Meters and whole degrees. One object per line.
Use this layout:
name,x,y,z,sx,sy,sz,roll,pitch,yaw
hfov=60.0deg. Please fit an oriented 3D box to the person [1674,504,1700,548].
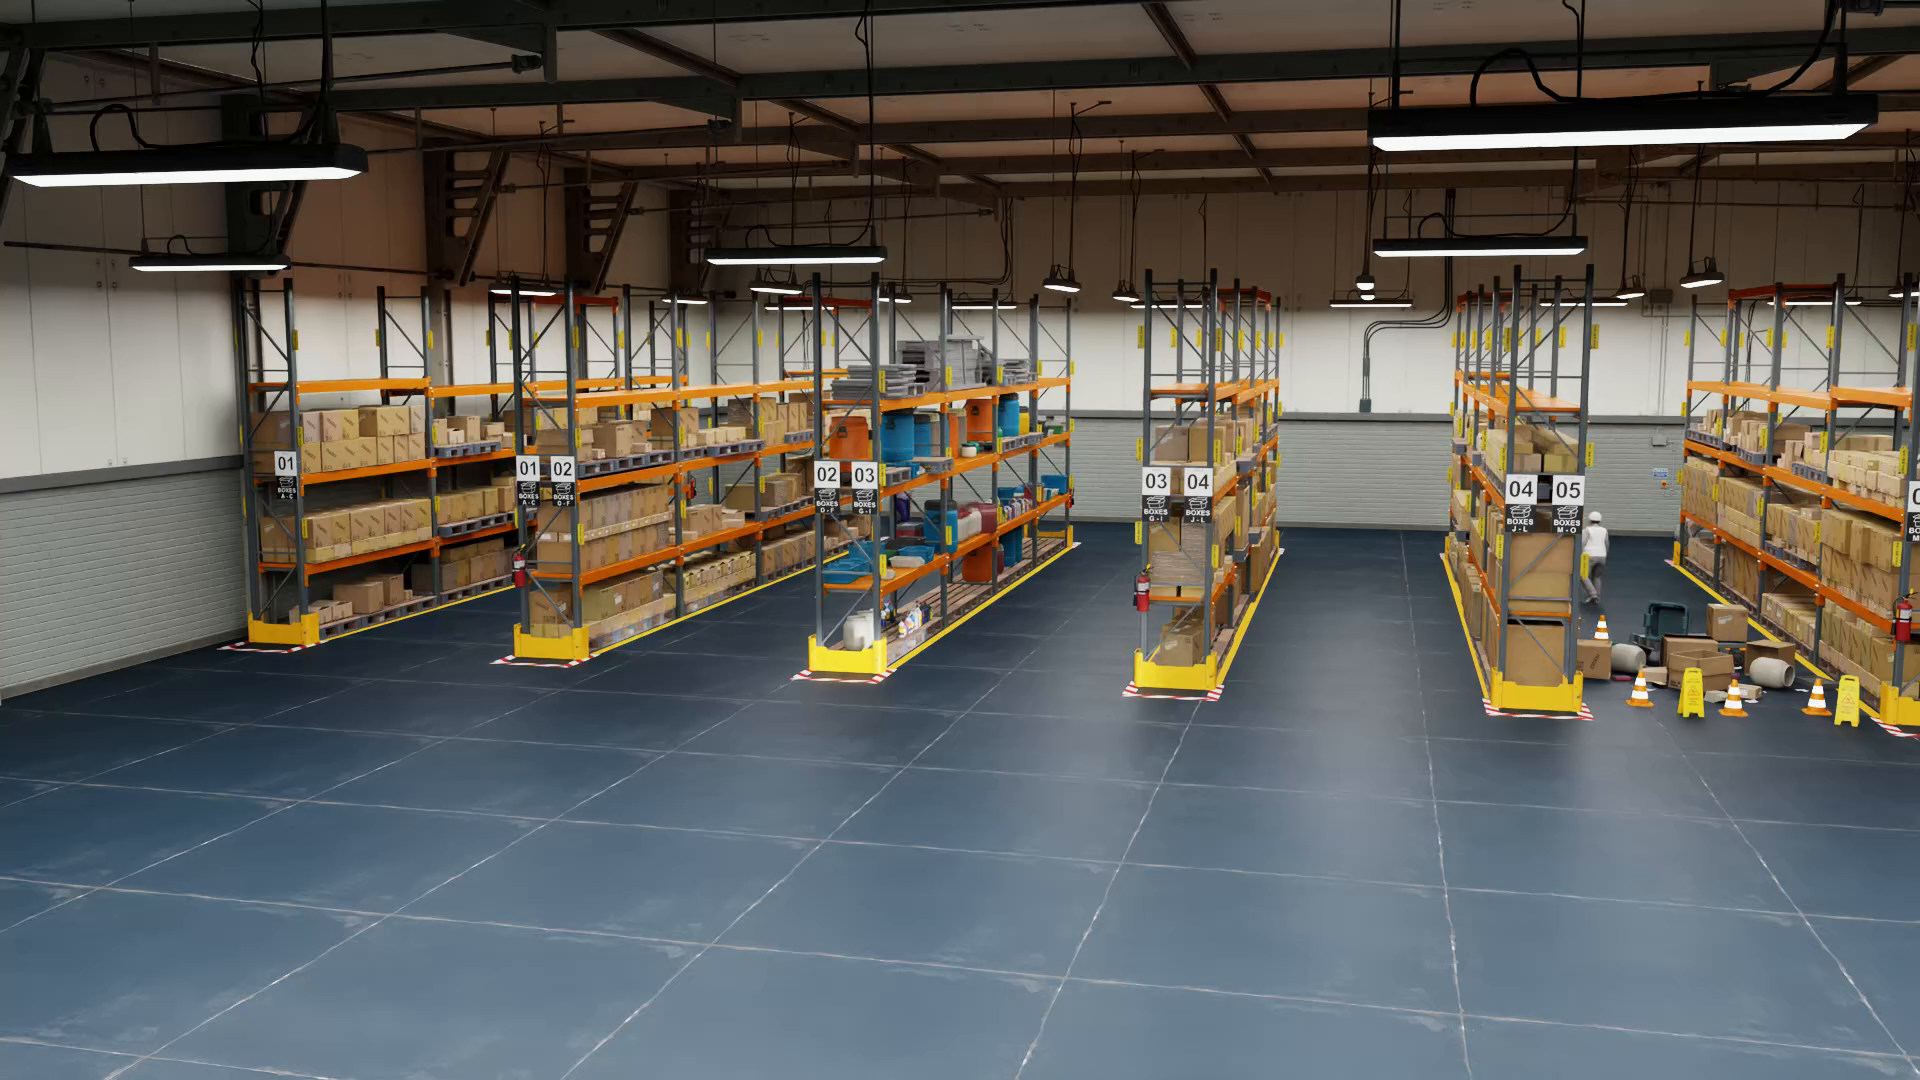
person,16.803,-0.396,38.302,0.493,1.714,0.505,-1,7,-12

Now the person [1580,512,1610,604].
person,12.109,0.344,31.711,0.600,1.751,0.634,-1,7,-10

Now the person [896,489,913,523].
person,-1.415,-0.891,42.406,0.450,1.683,0.509,6,9,42
